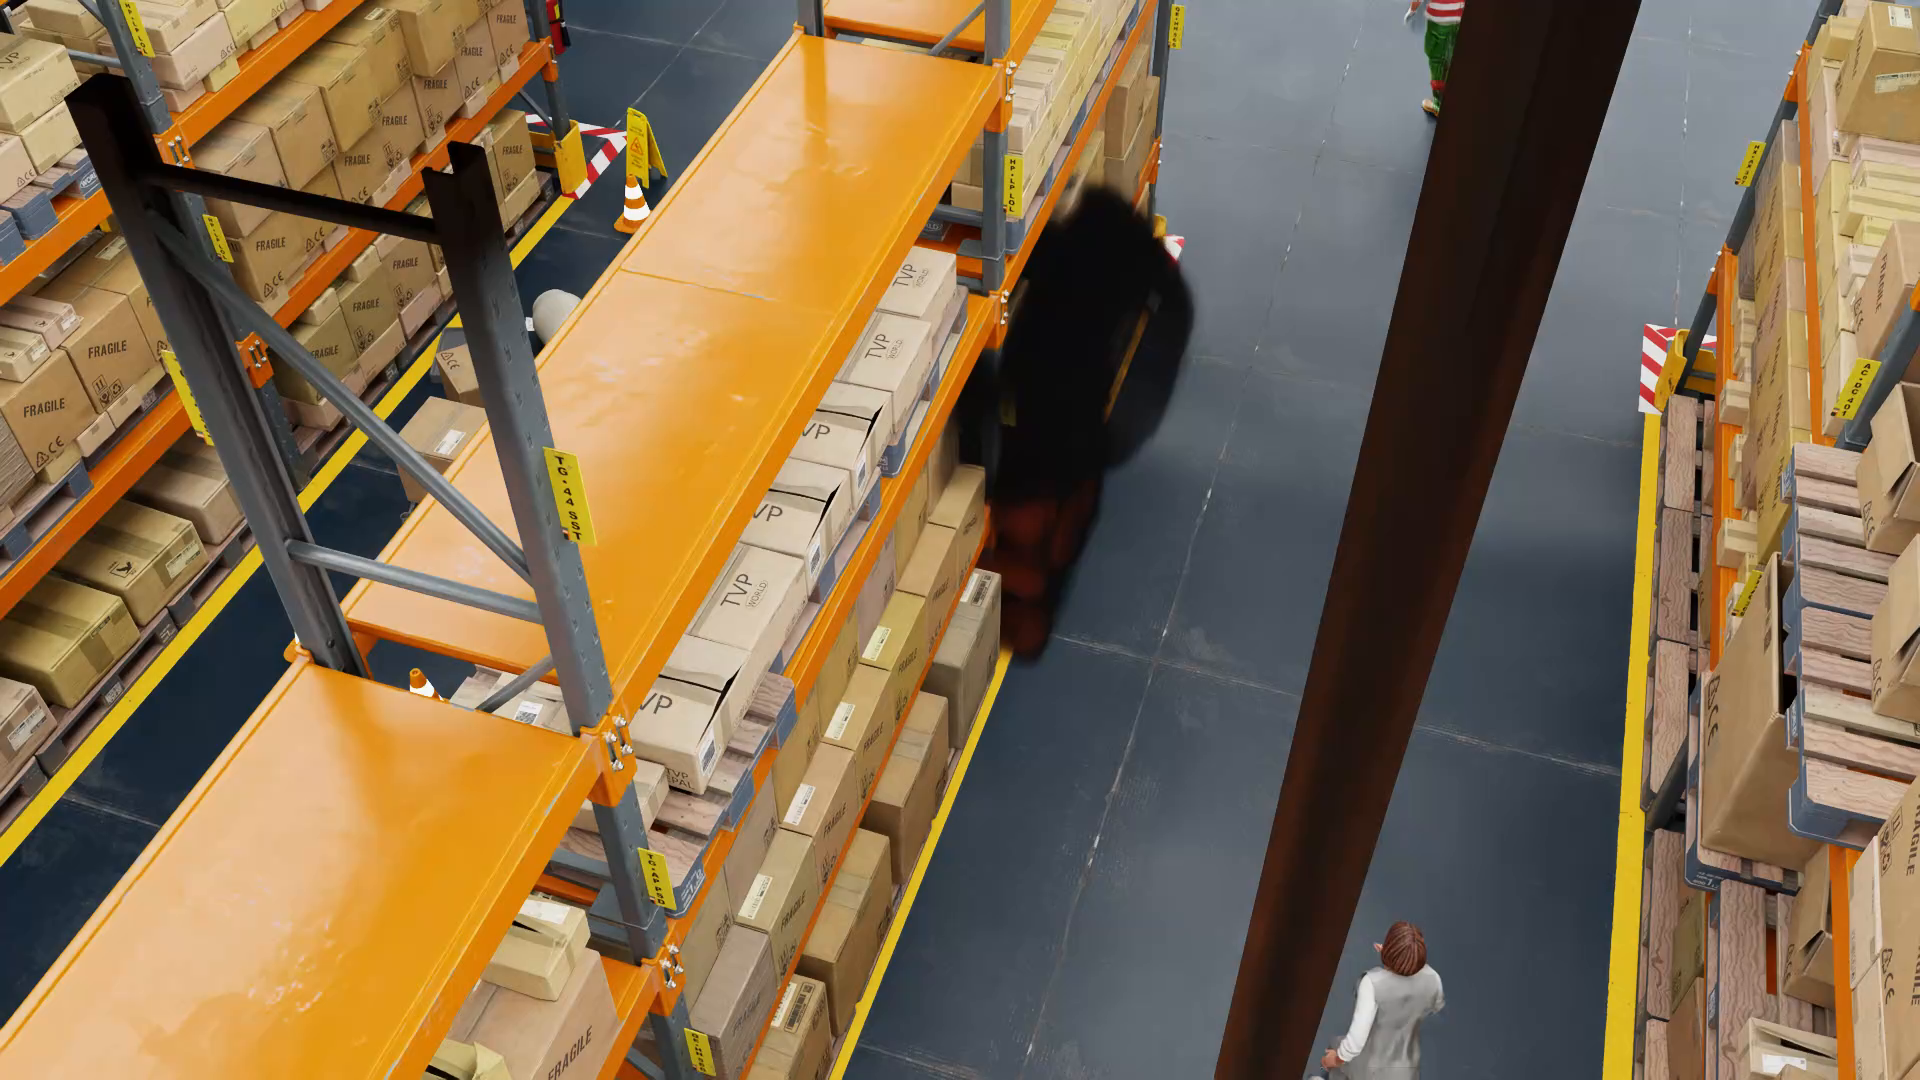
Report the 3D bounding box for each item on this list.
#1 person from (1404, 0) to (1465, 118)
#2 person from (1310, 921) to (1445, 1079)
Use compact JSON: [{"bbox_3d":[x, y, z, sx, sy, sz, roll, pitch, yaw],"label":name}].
[{"bbox_3d":[4.216,-4.501,14.318,0.696,1.749,0.591,-3,46,-3],"label":"person"},{"bbox_3d":[1.865,2.333,7.427,0.549,1.558,0.886,-2,46,-2],"label":"person"}]
